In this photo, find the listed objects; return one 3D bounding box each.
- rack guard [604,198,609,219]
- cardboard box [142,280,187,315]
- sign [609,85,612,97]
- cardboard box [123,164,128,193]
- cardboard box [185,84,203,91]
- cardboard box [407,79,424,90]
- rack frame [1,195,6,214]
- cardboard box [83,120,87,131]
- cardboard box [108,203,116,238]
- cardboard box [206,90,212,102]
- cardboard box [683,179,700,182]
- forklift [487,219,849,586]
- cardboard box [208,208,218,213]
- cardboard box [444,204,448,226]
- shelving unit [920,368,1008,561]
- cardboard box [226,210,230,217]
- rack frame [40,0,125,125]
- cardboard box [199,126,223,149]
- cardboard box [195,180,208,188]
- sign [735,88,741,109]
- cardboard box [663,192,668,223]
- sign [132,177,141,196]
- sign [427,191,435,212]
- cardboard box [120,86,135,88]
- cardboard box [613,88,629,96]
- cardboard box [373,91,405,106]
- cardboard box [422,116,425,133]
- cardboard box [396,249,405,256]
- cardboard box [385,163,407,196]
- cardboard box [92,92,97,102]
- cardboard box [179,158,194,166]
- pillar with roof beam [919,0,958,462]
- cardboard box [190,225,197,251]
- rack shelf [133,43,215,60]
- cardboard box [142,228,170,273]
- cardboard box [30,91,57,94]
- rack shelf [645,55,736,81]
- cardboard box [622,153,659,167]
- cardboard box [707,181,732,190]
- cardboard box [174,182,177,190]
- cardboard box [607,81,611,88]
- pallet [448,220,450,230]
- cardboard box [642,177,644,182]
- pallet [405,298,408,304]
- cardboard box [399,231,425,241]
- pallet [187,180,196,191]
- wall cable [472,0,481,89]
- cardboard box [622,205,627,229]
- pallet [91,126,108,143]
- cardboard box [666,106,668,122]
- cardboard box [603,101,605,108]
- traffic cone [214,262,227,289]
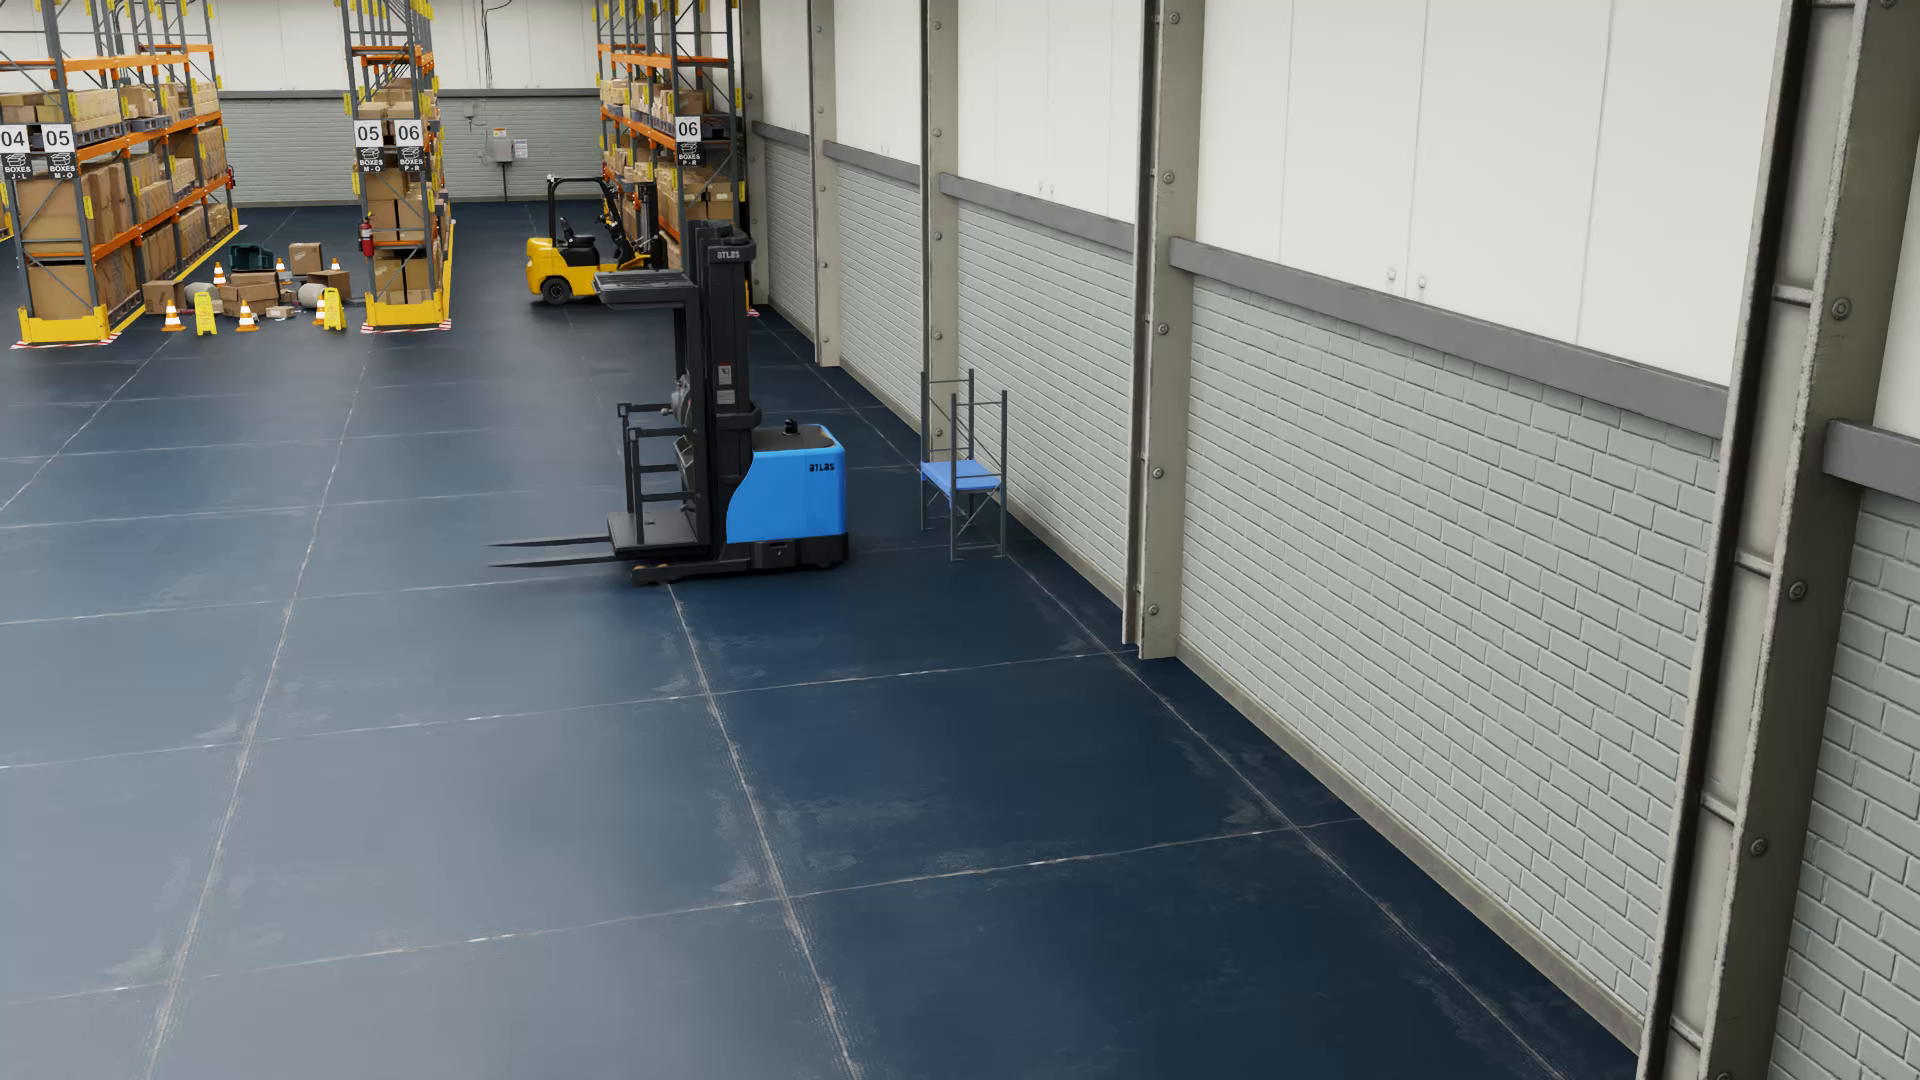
[{"bbox_3d":[-8.563,-8.541,42.814,1.175,0.500,0.348,-5,17,-15],"label":"rack guard"},{"bbox_3d":[-13.376,-4.083,27.968,0.500,0.500,0.500,-2,17,-6],"label":"cardboard box"},{"bbox_3d":[-8.004,-10.292,38.185,0.100,0.325,0.005,-5,17,-15],"label":"sign"},{"bbox_3d":[-14.932,-6.290,29.066,0.700,0.500,0.500,-5,17,-16],"label":"cardboard box"},{"bbox_3d":[-17.150,-10.102,37.150,0.380,0.149,0.250,-4,17,-12],"label":"cardboard box"},{"bbox_3d":[-12.216,-10.172,37.607,0.500,0.500,0.500,-4,17,-14],"label":"cardboard box"},{"bbox_3d":[-22.884,-8.582,38.606,1.000,3.000,0.127,-5,17,-15],"label":"rack frame"},{"bbox_3d":[-13.615,-6.346,25.480,0.380,0.149,0.250,-5,17,-15],"label":"cardboard box"},{"bbox_3d":[-14.226,-5.150,26.920,0.875,0.550,0.500,-5,17,-15],"label":"cardboard box"},{"bbox_3d":[-17.436,-10.160,38.036,0.500,0.250,0.500,-4,17,-14],"label":"cardboard box"},{"bbox_3d":[-4.681,-6.127,28.616,0.380,0.149,0.250,-5,17,-15],"label":"cardboard box"},{"bbox_3d":[-2.545,-1.186,14.103,3.031,2.935,1.130,-5,17,-15],"label":"forklift"},{"bbox_3d":[-17.388,-7.577,38.450,0.380,0.149,0.250,-5,18,-17],"label":"cardboard box"},{"bbox_3d":[-12.572,-7.663,39.270,0.875,0.438,0.875,-5,17,-17],"label":"cardboard box"},{"bbox_3d":[0.023,-0.695,14.956,0.538,1.500,1.048,-5,17,-15],"label":"shelving unit"},{"bbox_3d":[-17.668,-7.801,39.714,0.380,0.149,0.250,-5,17,-17],"label":"cardboard box"},{"bbox_3d":[-14.789,-8.500,27.905,1.000,3.000,0.127,-5,17,-15],"label":"rack frame"},{"bbox_3d":[-17.722,-9.508,39.261,0.500,0.500,0.500,-5,17,-16],"label":"cardboard box"},{"bbox_3d":[-16.751,-7.824,36.518,0.380,0.149,0.250,-4,17,-13],"label":"cardboard box"},{"bbox_3d":[-3.652,-7.269,27.362,0.100,0.325,0.005,-5,17,-15],"label":"sign"},{"bbox_3d":[-4.998,-5.921,29.572,0.500,0.500,0.500,-5,17,-15],"label":"cardboard box"},{"bbox_3d":[-14.256,-6.124,28.780,0.100,0.325,0.005,-5,17,-15],"label":"sign"},{"bbox_3d":[-8.437,-5.397,26.499,0.100,0.325,0.005,-5,17,-15],"label":"sign"},{"bbox_3d":[-16.405,-8.816,32.668,0.396,0.266,0.258,-5,17,-15],"label":"cardboard box"},{"bbox_3d":[-7.558,-10.032,37.235,0.380,0.149,0.250,-5,17,-16],"label":"cardboard box"},{"bbox_3d":[-10.340,-8.002,30.122,0.500,0.250,0.500,-4,17,-14],"label":"cardboard box"},{"bbox_3d":[-8.970,-6.747,27.027,0.500,0.250,0.500,-5,17,-16],"label":"cardboard box"},{"bbox_3d":[-9.708,-4.668,28.323,0.500,0.500,0.500,-5,17,-17],"label":"cardboard box"},{"bbox_3d":[-9.441,-5.874,27.161,0.700,0.500,0.500,-5,17,-15],"label":"cardboard box"},{"bbox_3d":[-13.895,-7.008,26.297,0.380,0.149,0.250,-4,17,-14],"label":"cardboard box"},{"bbox_3d":[-16.690,-8.110,35.707,0.380,0.149,0.250,-4,17,-13],"label":"cardboard box"},{"bbox_3d":[-4.353,-4.811,15.623,9.100,9.000,0.400,-5,17,-15],"label":"pillar with roof beam"},{"bbox_3d":[-16.125,-6.233,34.403,0.500,0.500,0.500,-5,17,-17],"label":"cardboard box"},{"bbox_3d":[-17.538,-10.920,37.218,1.077,0.370,4.000,-5,17,-15],"label":"rack shelf"},{"bbox_3d":[-15.564,-5.440,31.326,1.050,0.750,0.750,-4,17,-14],"label":"cardboard box"},{"bbox_3d":[-14.665,-7.094,26.587,0.380,0.149,0.250,-5,17,-15],"label":"cardboard box"},{"bbox_3d":[-4.737,-8.223,28.930,1.077,0.370,4.000,-5,17,-15],"label":"rack shelf"},{"bbox_3d":[-7.012,-8.234,36.536,0.797,0.503,0.637,-5,17,-17],"label":"cardboard box"},{"bbox_3d":[-4.087,-6.022,28.267,0.380,0.149,0.250,-4,17,-13],"label":"cardboard box"},{"bbox_3d":[-15.966,-7.103,33.388,0.380,0.149,0.250,-4,17,-12],"label":"cardboard box"},{"bbox_3d":[-8.134,-10.800,39.651,0.500,0.250,0.500,-4,17,-14],"label":"cardboard box"},{"bbox_3d":[-12.729,-7.478,39.778,1.003,0.211,1.213,-5,17,-15],"label":"pallet"},{"bbox_3d":[-6.071,-7.147,33.222,0.500,0.250,0.500,-4,17,-14],"label":"cardboard box"},{"bbox_3d":[-9.169,-3.853,27.709,1.003,0.211,1.213,-5,17,-15],"label":"pallet"},{"bbox_3d":[-8.853,-4.930,26.884,0.380,0.149,0.250,-5,17,-15],"label":"cardboard box"},{"bbox_3d":[-16.918,-7.525,35.420,1.003,0.211,1.213,-5,17,-15],"label":"pallet"},{"bbox_3d":[-14.466,-13.848,45.711,2.355,3.000,0.029,-5,17,-15],"label":"wall cable"},{"bbox_3d":[-7.568,-7.505,38.635,0.500,0.500,0.500,-4,17,-13],"label":"cardboard box"},{"bbox_3d":[-14.243,-6.457,26.472,1.003,0.211,1.213,-5,17,-15],"label":"pallet"},{"bbox_3d":[-4.776,-7.230,28.220,0.396,0.266,0.258,-5,17,-15],"label":"cardboard box"},{"bbox_3d":[-8.599,-10.749,41.042,0.380,0.149,0.250,-4,17,-14],"label":"cardboard box"},{"bbox_3d":[-13.706,-4.902,30.765,0.336,0.463,0.334,-5,17,-15],"label":"traffic cone"}]
